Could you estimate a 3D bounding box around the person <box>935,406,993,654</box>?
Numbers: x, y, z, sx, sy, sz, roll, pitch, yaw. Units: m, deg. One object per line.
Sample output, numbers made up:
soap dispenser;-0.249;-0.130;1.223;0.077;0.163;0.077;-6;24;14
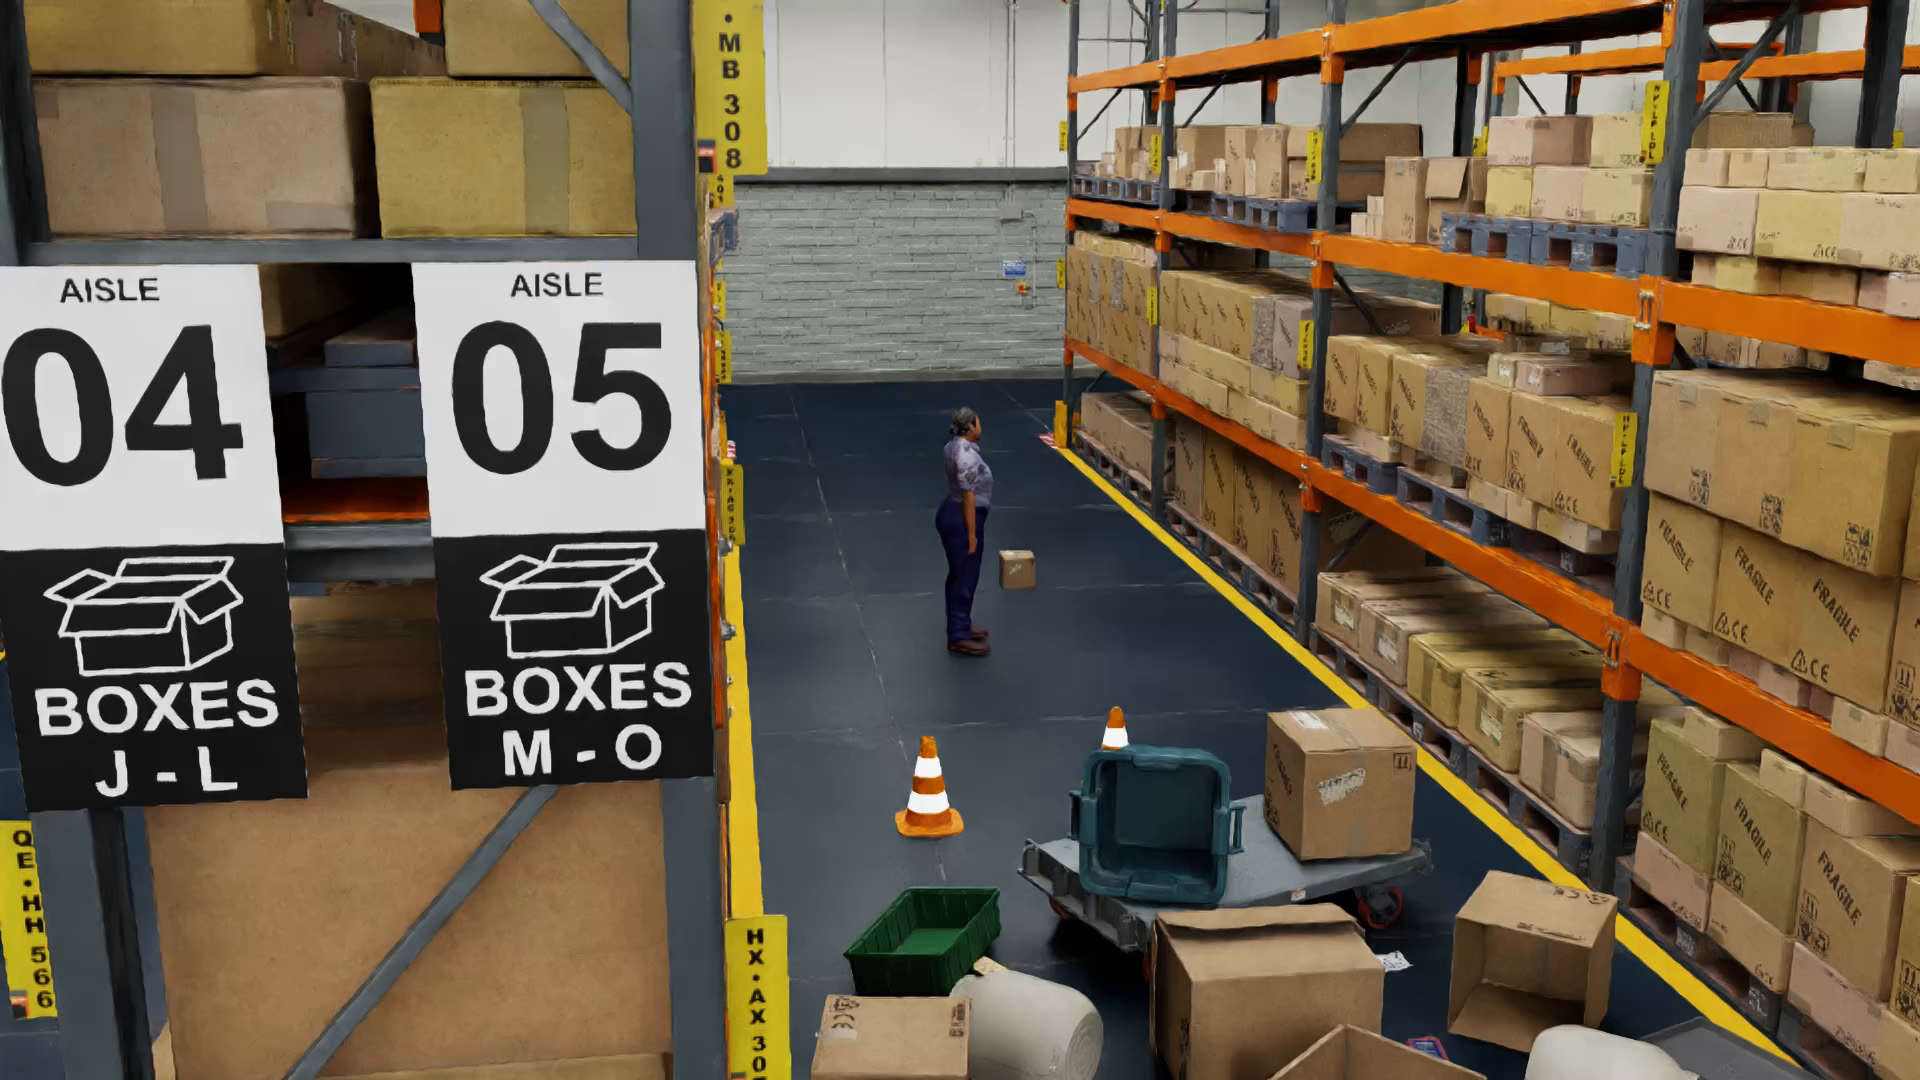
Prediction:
person;0.037;-0.088;11.302;0.379;1.656;0.520;-3;14;-12
